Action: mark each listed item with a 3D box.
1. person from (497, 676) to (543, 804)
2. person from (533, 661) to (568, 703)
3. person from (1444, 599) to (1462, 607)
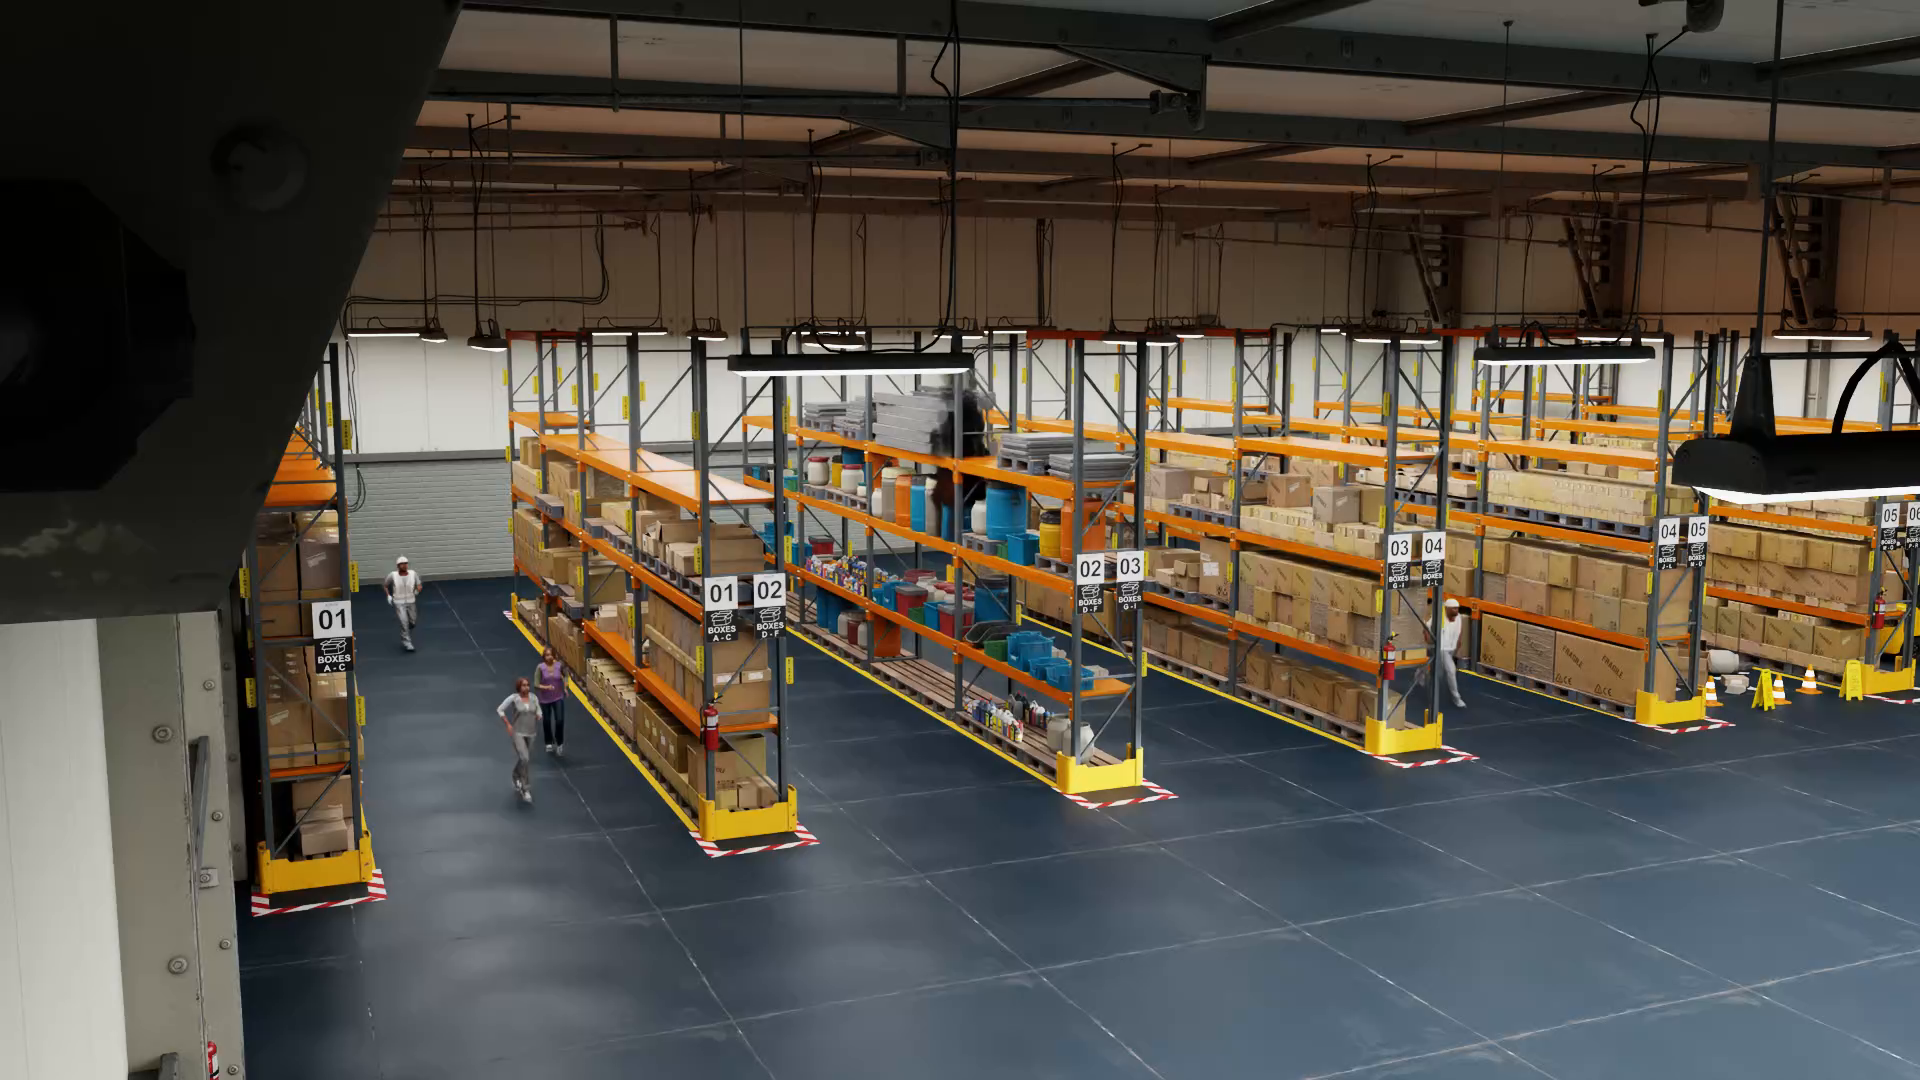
[{"bbox_3d":[-5.721,2.592,21.781,0.522,1.644,0.736,-7,10,-42],"label":"person"},{"bbox_3d":[-5.847,2.015,23.779,0.507,0.566,0.412,-2,8,-18],"label":"person"},{"bbox_3d":[7.976,1.026,26.894,0.210,0.148,0.292,-5,9,-35],"label":"person"}]
